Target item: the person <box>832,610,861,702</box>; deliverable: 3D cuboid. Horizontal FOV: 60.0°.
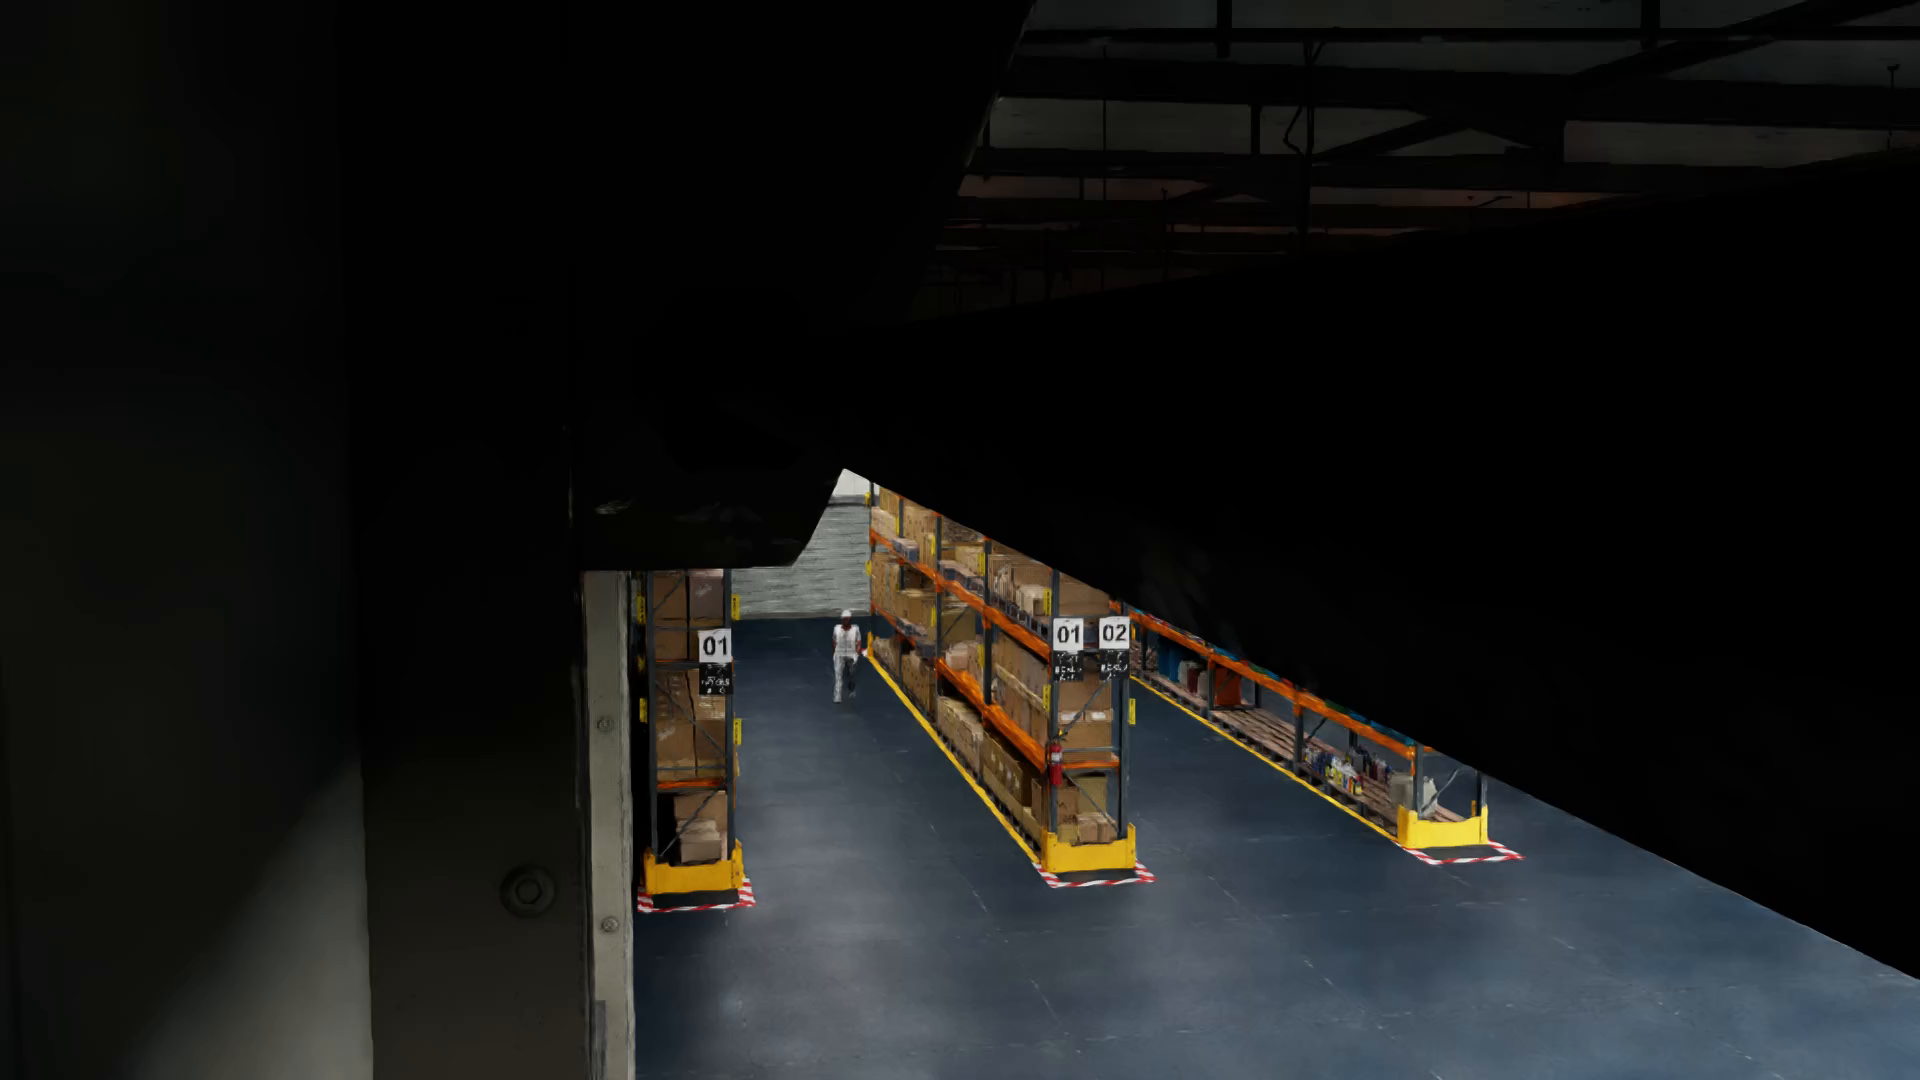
[{"bbox_3d":[-2.142,2.179,31.428,0.555,1.721,1.019,0,6,-2],"label":"person"}]
